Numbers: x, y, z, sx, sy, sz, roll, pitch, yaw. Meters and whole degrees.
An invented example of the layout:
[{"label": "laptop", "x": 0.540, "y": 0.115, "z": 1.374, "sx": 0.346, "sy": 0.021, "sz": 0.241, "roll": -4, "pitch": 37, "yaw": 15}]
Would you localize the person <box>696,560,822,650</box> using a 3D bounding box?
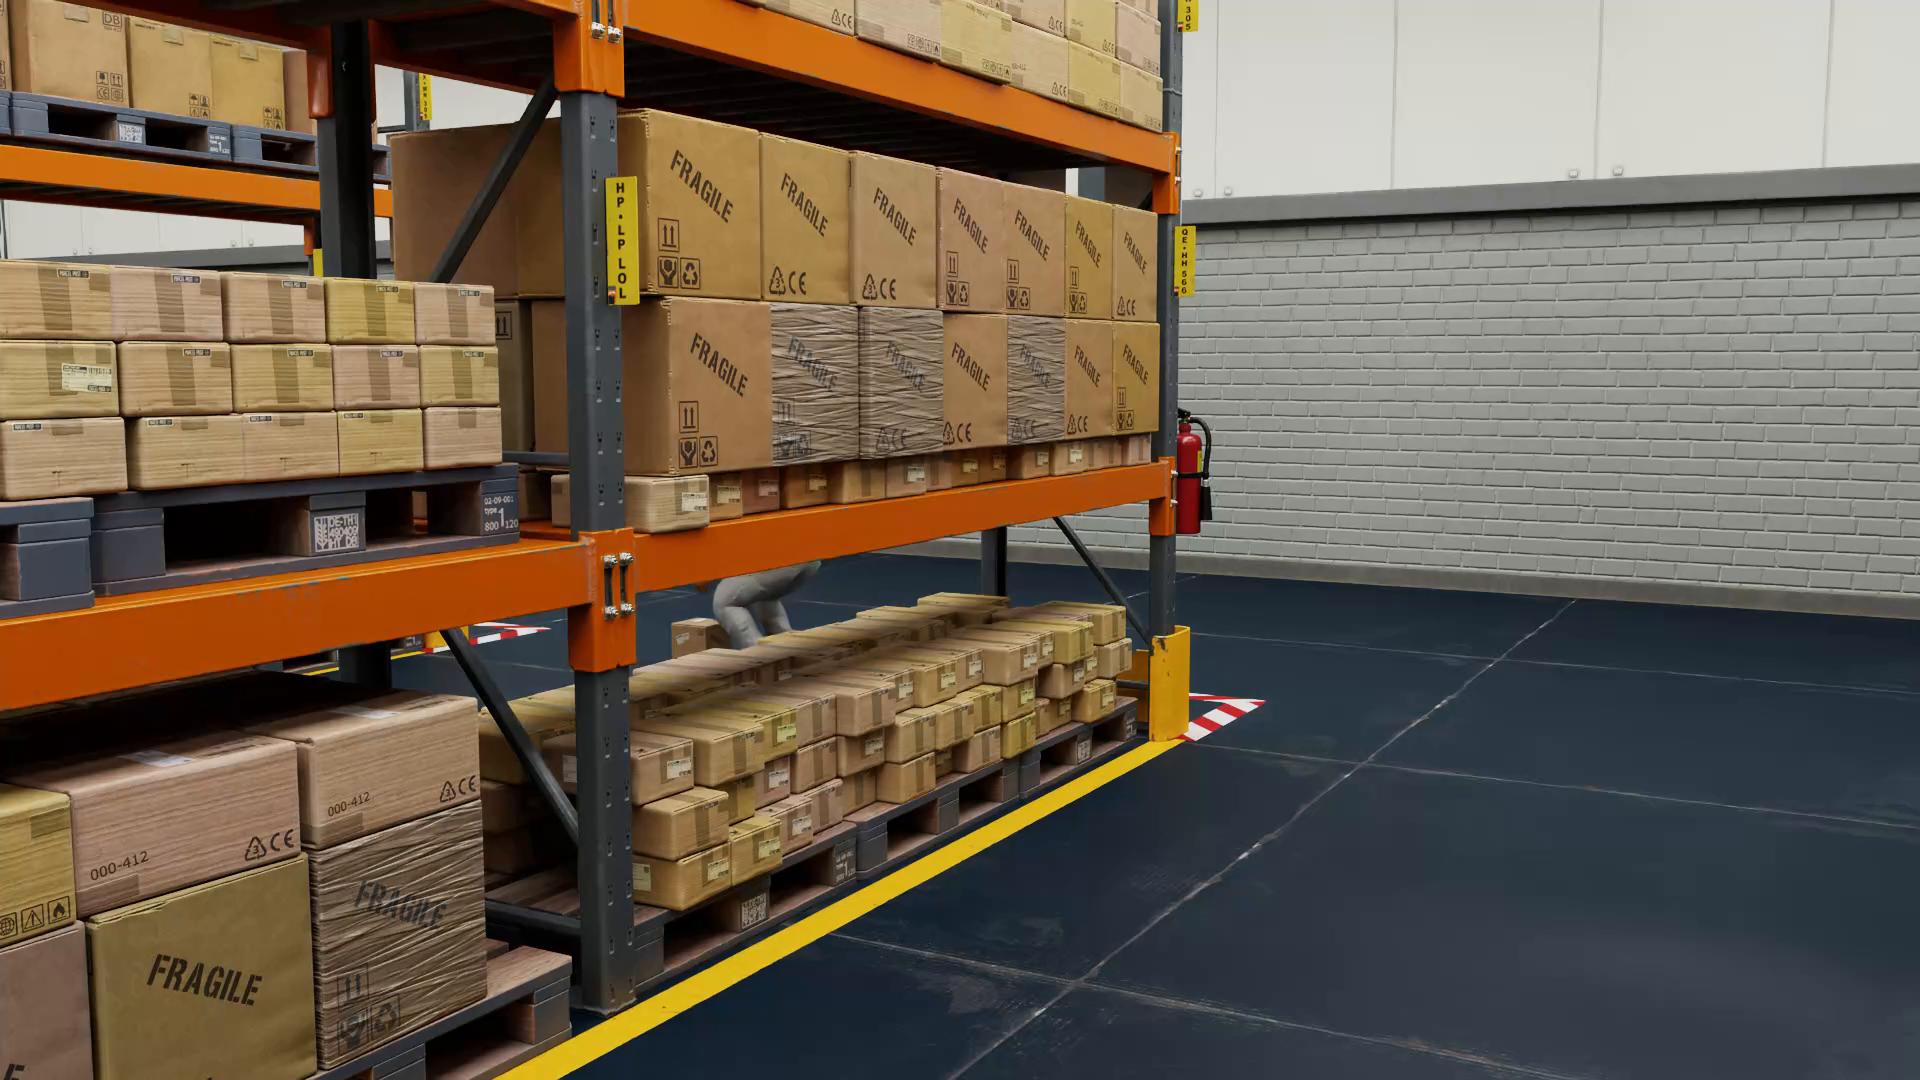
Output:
[{"label": "person", "x": -1.184, "y": 0.119, "z": 9.537, "sx": 0.774, "sy": 1.294, "sz": 0.537, "roll": 3, "pitch": 7, "yaw": 29}]
